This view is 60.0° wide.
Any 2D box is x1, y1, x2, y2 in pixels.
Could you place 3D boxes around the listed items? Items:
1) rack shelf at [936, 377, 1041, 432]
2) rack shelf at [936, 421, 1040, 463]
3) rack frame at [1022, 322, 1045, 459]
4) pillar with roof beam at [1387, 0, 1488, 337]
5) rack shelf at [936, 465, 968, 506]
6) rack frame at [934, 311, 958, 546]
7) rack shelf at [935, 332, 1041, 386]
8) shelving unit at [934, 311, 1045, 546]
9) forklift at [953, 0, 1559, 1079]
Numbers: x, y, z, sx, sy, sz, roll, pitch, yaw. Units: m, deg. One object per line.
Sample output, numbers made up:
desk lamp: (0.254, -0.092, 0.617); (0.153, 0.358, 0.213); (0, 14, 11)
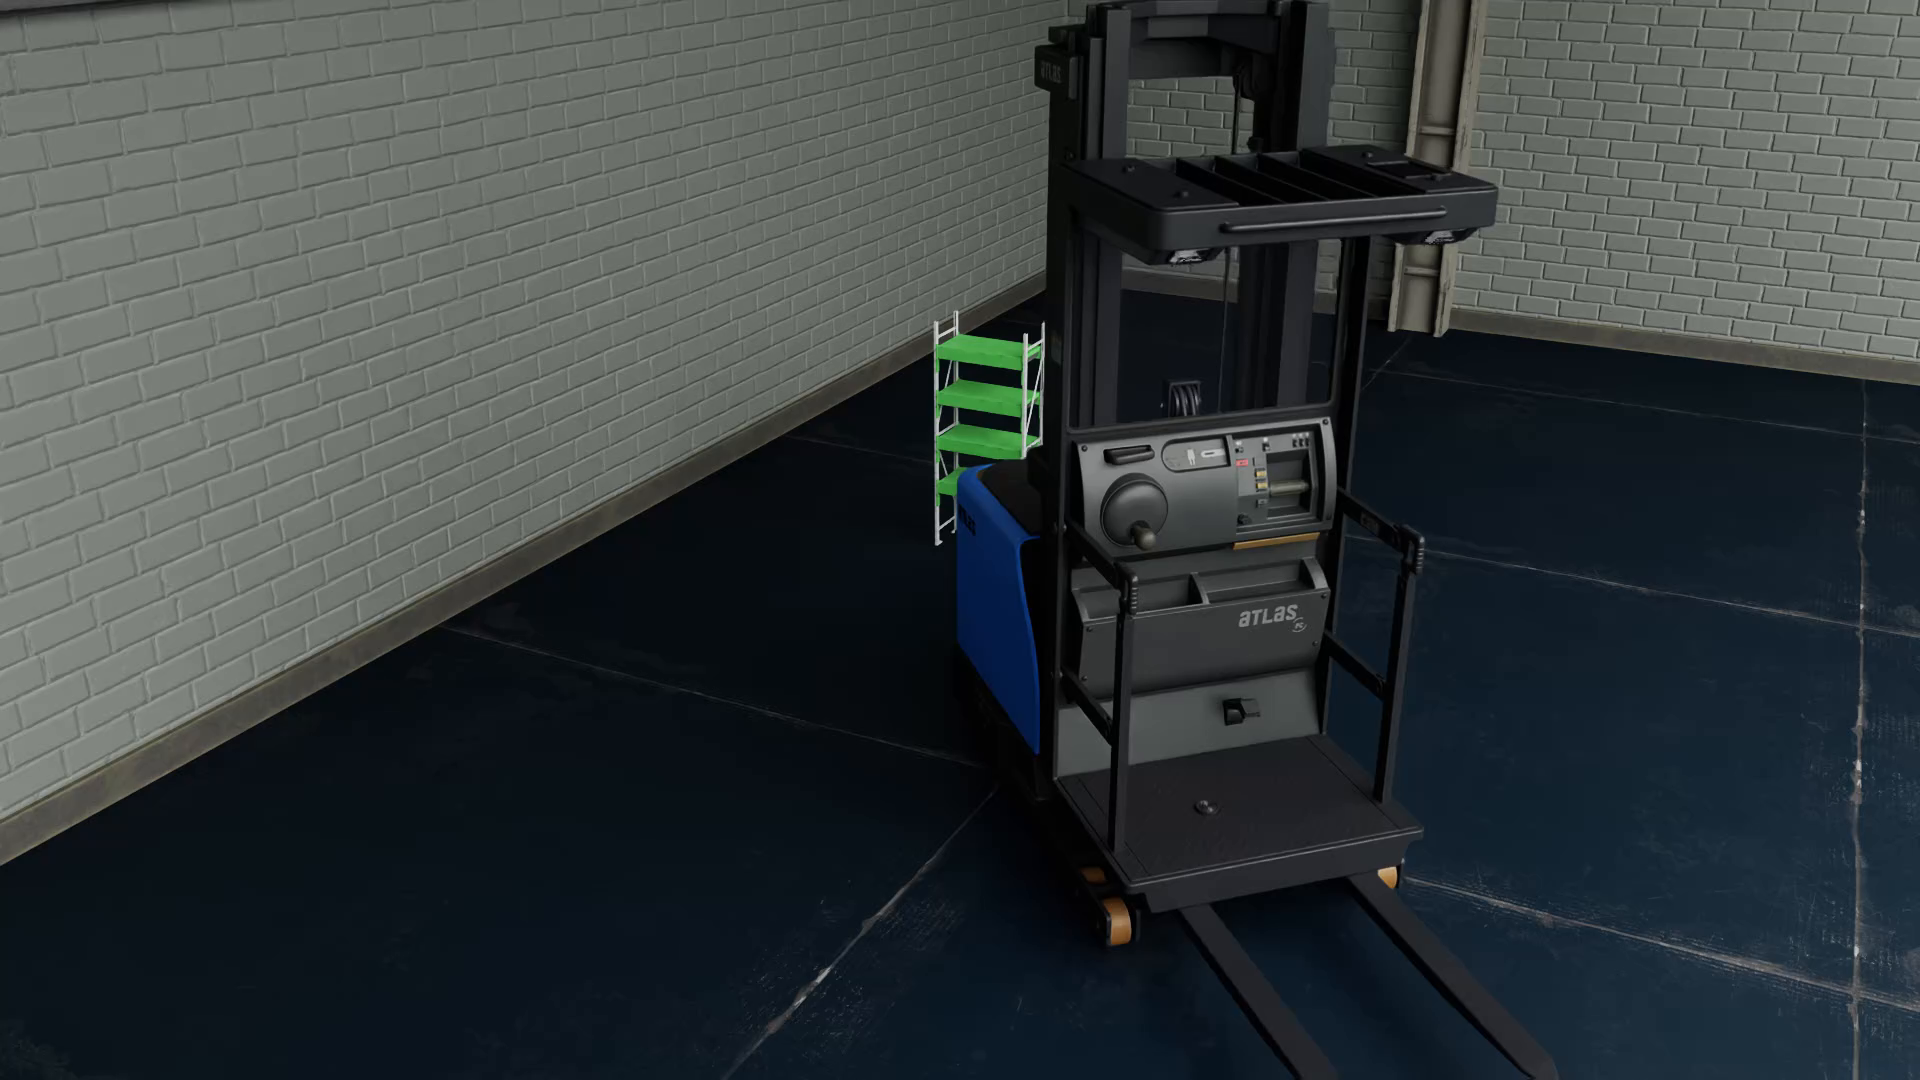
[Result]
rack shelf: (0.148, -0.685, 8.378); (0.480, 0.148, 0.258); (11, 25, 25)
rack shelf: (0.148, -0.464, 8.471); (0.480, 0.148, 0.258); (11, 25, 25)
rack frame: (0.365, -0.480, 8.345); (0.015, 1.200, 0.240); (11, 25, 25)
pillar with roof beam: (1.493, -4.221, 7.176); (0.400, 9.000, 9.100); (11, 25, 25)
rack shelf: (0.148, -0.243, 8.565); (0.480, 0.148, 0.258); (11, 25, 25)
rack frame: (-0.070, -0.566, 8.548); (0.015, 1.200, 0.240); (11, 25, 25)
rack shelf: (0.148, -0.906, 8.284); (0.480, 0.148, 0.258); (11, 25, 25)
shelving unit: (0.148, -0.523, 8.446); (0.503, 1.200, 0.258); (11, 25, 25)
forklift: (0.901, -0.165, 5.393); (1.130, 2.935, 3.031); (-7, 24, -16)
